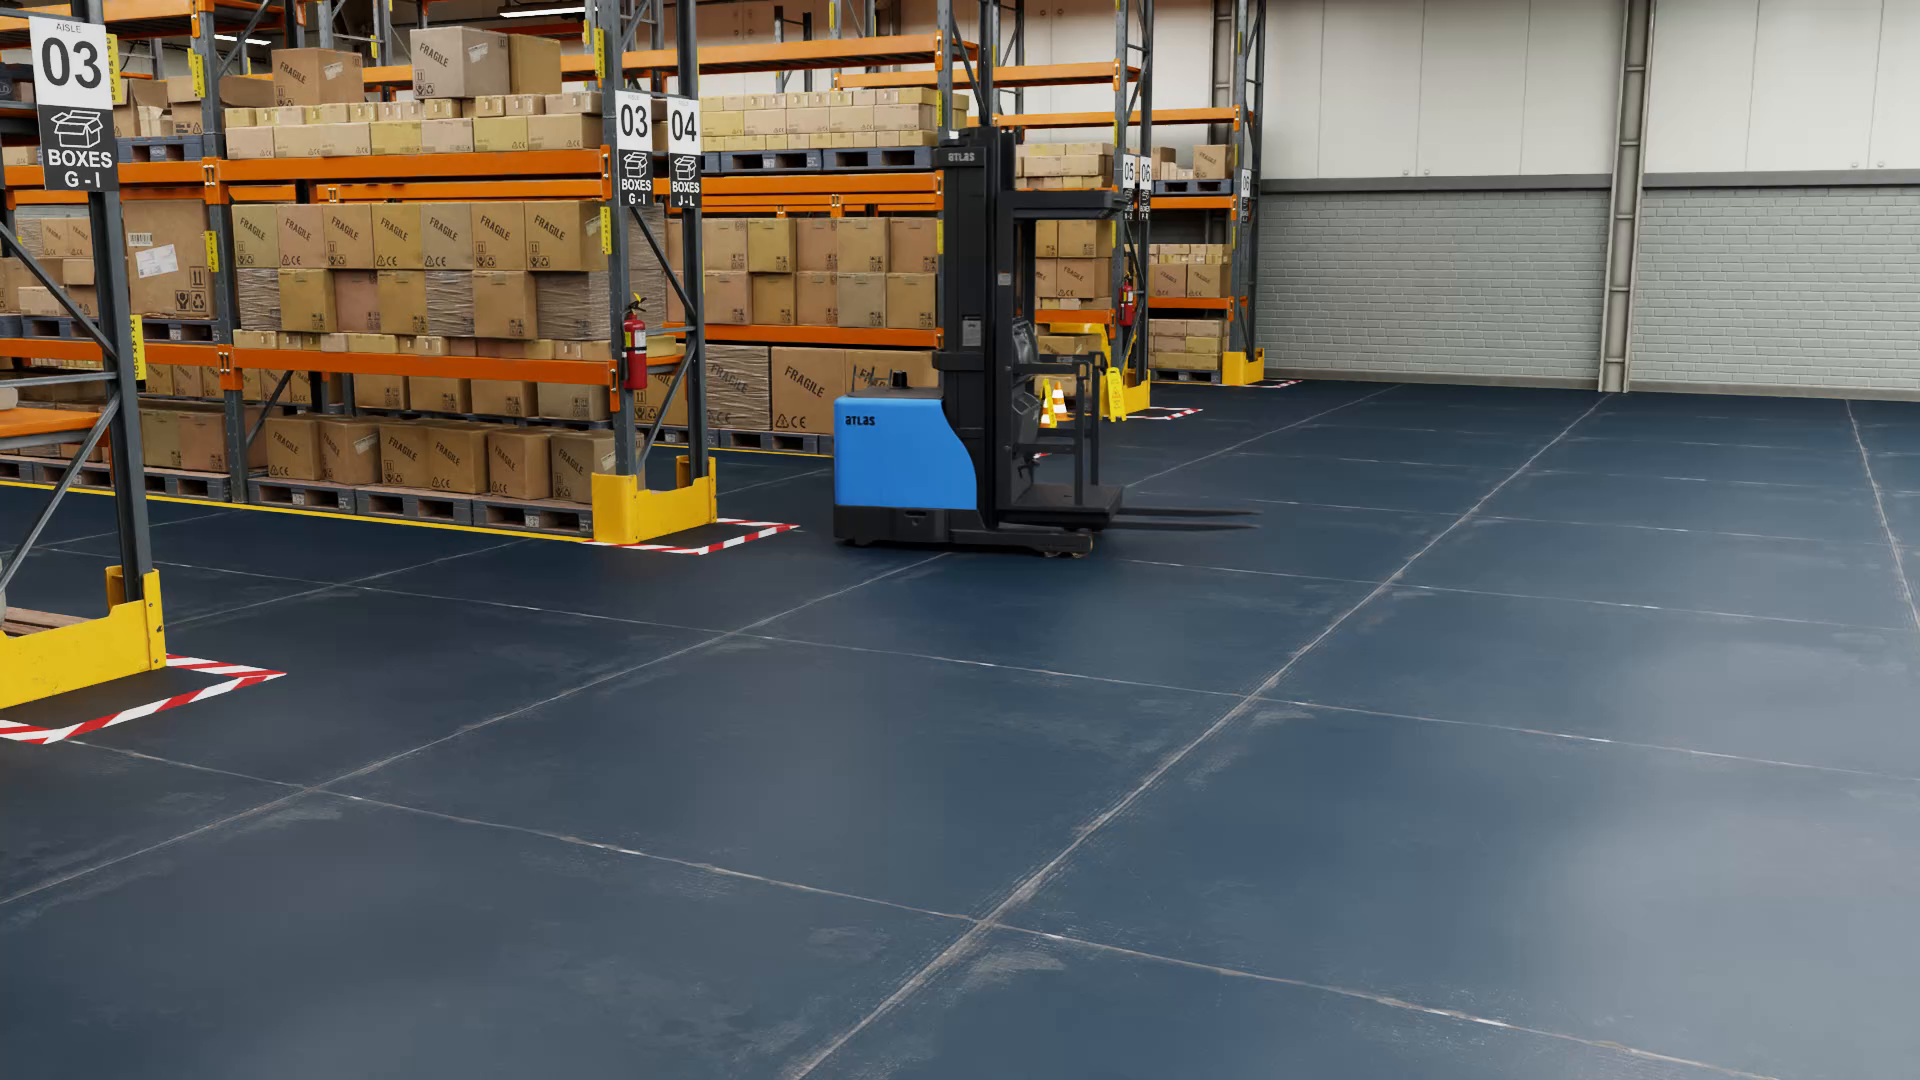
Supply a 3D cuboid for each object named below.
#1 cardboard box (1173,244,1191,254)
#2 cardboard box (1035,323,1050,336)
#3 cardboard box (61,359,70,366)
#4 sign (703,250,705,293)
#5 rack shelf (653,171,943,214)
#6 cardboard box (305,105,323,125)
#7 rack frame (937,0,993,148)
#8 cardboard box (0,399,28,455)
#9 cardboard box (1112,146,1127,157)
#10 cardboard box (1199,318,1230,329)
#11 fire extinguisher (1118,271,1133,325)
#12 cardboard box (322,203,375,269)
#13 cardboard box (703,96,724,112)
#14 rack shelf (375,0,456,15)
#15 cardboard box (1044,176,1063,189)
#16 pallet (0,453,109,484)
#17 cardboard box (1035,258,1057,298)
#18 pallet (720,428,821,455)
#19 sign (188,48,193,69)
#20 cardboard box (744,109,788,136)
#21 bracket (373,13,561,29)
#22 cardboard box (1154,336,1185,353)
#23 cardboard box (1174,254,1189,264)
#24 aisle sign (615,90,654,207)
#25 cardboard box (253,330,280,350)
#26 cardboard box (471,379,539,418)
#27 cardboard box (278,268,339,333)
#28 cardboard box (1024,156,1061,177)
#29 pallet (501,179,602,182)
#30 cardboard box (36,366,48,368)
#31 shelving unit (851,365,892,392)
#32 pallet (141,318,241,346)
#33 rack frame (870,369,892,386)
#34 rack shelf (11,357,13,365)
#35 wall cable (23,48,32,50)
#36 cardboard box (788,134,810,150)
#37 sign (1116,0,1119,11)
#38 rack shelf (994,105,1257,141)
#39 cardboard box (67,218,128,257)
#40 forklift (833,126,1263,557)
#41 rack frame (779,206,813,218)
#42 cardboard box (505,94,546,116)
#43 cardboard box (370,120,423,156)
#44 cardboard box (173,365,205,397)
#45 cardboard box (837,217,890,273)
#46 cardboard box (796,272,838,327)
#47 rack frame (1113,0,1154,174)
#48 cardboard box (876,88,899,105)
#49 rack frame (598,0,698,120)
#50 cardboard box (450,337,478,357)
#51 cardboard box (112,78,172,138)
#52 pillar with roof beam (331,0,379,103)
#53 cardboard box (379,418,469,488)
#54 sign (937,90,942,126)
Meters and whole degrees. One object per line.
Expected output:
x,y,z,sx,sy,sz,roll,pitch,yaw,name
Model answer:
3.454,-4.456,25.491,0.250,0.149,0.380,5,12,27,cardboard box
0.965,-2.704,21.365,0.250,0.149,0.380,5,12,27,cardboard box
-11.809,-2.418,22.324,0.250,0.149,0.380,5,12,28,cardboard box
-1.988,-2.053,12.719,0.005,0.325,0.100,5,11,26,sign
-1.736,-3.604,17.318,4.000,0.370,1.077,5,11,26,rack shelf
-4.917,-3.332,13.095,0.250,0.149,0.380,5,12,28,cardboard box
0.058,-5.276,16.116,0.127,3.000,1.000,5,11,26,rack frame
-8.792,-1.107,15.710,0.500,0.500,0.700,4,11,23,cardboard box
1.929,-4.928,21.082,0.250,0.149,0.380,5,11,25,cardboard box
4.003,-3.330,25.939,0.500,0.250,0.500,5,11,25,cardboard box
2.056,-3.002,20.613,0.183,0.674,0.296,5,11,26,fire extinguisher
-4.626,-2.388,13.080,0.500,0.500,0.500,5,11,26,cardboard box
-2.438,-4.477,17.129,0.250,0.149,0.380,5,11,26,cardboard box
-6.810,-8.144,24.651,4.000,0.370,1.077,5,11,26,rack shelf
1.253,-4.500,20.952,0.250,0.149,0.380,5,12,28,cardboard box
-8.702,-0.737,15.708,1.213,0.211,1.003,5,11,26,pallet
1.102,-3.357,21.243,0.500,0.500,0.500,5,11,26,cardboard box
-1.784,-1.099,17.710,1.213,0.211,1.003,5,11,26,pallet
-12.442,-7.785,26.911,0.005,0.325,0.100,5,11,26,sign
-1.855,-4.242,16.948,0.500,0.250,0.500,5,11,26,cardboard box
-9.476,-9.963,31.902,4.783,0.066,0.076,5,11,26,bracket
3.331,-3.045,25.771,0.500,0.250,0.500,5,11,25,cardboard box
3.467,-4.313,25.534,0.250,0.149,0.380,5,12,27,cardboard box
-2.305,-2.767,11.794,0.004,0.787,0.394,5,11,26,aisle sign
-5.536,-1.645,13.602,0.250,0.149,0.380,5,11,26,cardboard box
-4.989,-1.850,19.169,0.750,0.750,1.050,5,11,26,cardboard box
-5.006,-1.961,13.525,0.500,0.500,0.875,5,11,26,cardboard box
1.135,-4.711,21.000,0.500,0.250,0.500,5,11,25,cardboard box
-4.373,-4.086,18.498,1.217,0.209,0.805,5,11,24,pallet
-12.273,-2.309,22.554,0.250,0.149,0.380,4,11,23,cardboard box
-0.747,-0.751,12.967,0.189,1.200,0.258,3,5,-44,shelving unit
-6.436,-1.844,14.537,1.213,0.211,1.003,5,11,26,pallet
-0.681,-0.747,13.030,0.006,1.200,0.240,3,5,-44,rack frame
-11.195,-1.974,16.736,4.000,0.370,1.077,5,11,26,rack shelf
-17.082,-7.859,30.385,0.029,3.000,2.355,5,11,26,wall cable
-1.530,-4.005,16.759,0.250,0.149,0.380,5,11,26,cardboard box
1.894,-6.525,19.950,0.005,0.325,0.100,5,11,26,sign
2.557,-6.475,25.881,4.000,0.370,1.077,5,11,26,rack shelf
-11.245,-3.951,21.717,0.500,0.500,0.500,5,11,24,cardboard box
0.656,-1.424,11.866,3.031,2.935,1.130,2,10,11,forklift
-2.824,-4.546,28.928,0.127,3.000,1.000,5,11,26,rack frame
-3.090,-3.154,12.113,0.250,0.149,0.380,4,11,23,cardboard box
-4.130,-3.059,12.709,0.500,0.250,0.500,5,11,25,cardboard box
-9.683,-2.105,21.276,0.500,0.500,0.500,6,12,28,cardboard box
-0.792,-2.994,16.895,0.550,0.550,0.875,5,11,26,cardboard box
-1.245,-2.524,17.334,0.550,0.550,0.875,5,11,26,cardboard box
2.157,-6.075,20.528,0.127,3.000,1.000,5,11,26,rack frame
-0.618,-4.317,16.246,0.250,0.149,0.380,5,11,26,cardboard box
-2.228,-4.492,11.783,0.127,3.000,1.000,5,11,26,rack frame
-3.703,-1.502,12.812,0.250,0.149,0.380,5,11,26,cardboard box
-7.038,-3.716,14.447,0.637,0.503,0.797,6,12,28,cardboard box
-13.922,-7.798,30.047,0.548,9.000,9.100,5,11,26,pillar with roof beam
-4.365,-0.714,13.591,0.500,0.500,0.500,4,11,21,cardboard box
-0.195,-4.112,15.839,0.005,0.325,0.100,5,11,26,sign
